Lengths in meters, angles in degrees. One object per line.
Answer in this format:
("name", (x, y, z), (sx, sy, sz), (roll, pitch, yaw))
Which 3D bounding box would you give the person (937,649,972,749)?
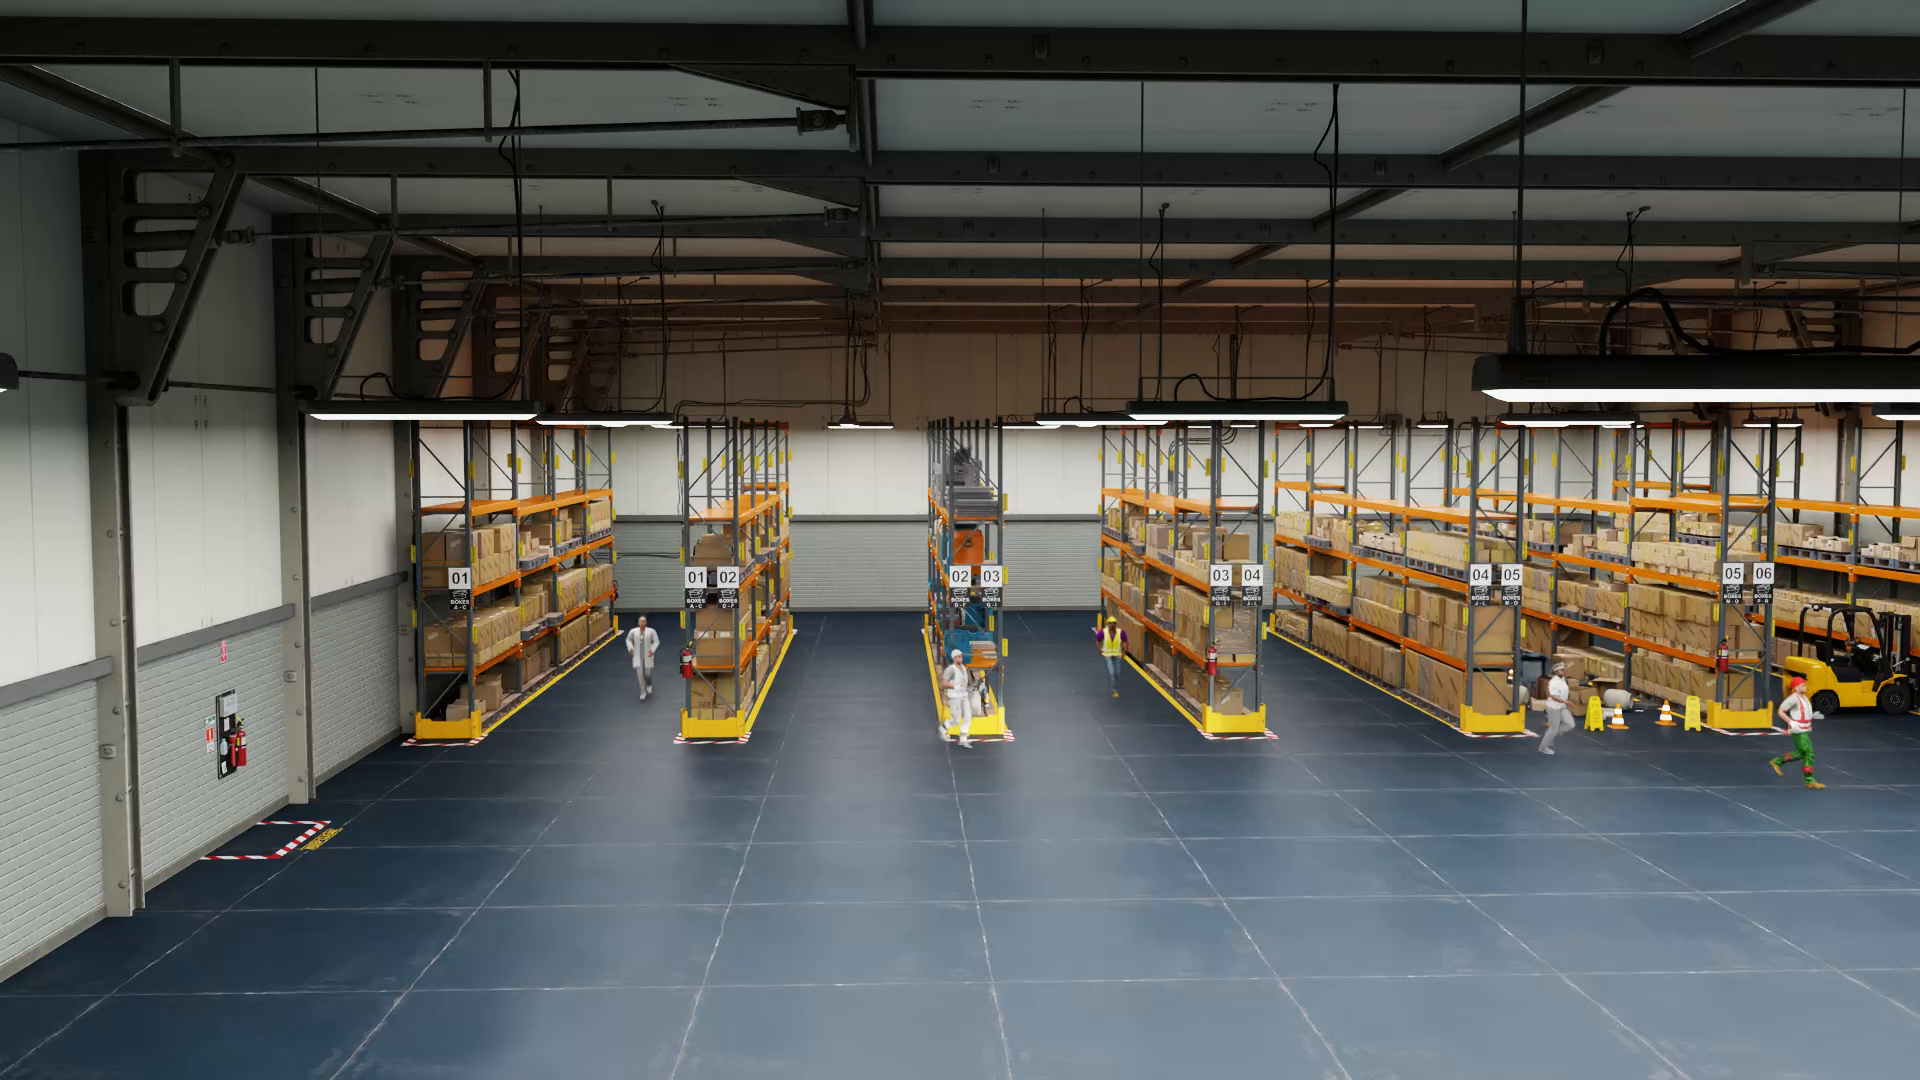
("person", (-0.088, 2.876, 30.204), (0.736, 1.789, 0.653), (3, 5, 41))

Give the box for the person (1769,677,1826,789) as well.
("person", (13.522, 3.086, 26.835), (0.670, 1.765, 0.914), (-3, 5, -43))

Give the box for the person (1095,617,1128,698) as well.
("person", (3.290, 2.516, 36.051), (0.725, 1.739, 0.788), (0, 4, -2))

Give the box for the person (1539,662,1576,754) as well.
("person", (10.639, 2.972, 29.486), (0.605, 1.658, 0.680), (-3, 5, -42))

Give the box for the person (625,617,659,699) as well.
("person", (-6.838, 2.518, 35.807), (0.723, 1.752, 0.726), (0, 4, -6))
